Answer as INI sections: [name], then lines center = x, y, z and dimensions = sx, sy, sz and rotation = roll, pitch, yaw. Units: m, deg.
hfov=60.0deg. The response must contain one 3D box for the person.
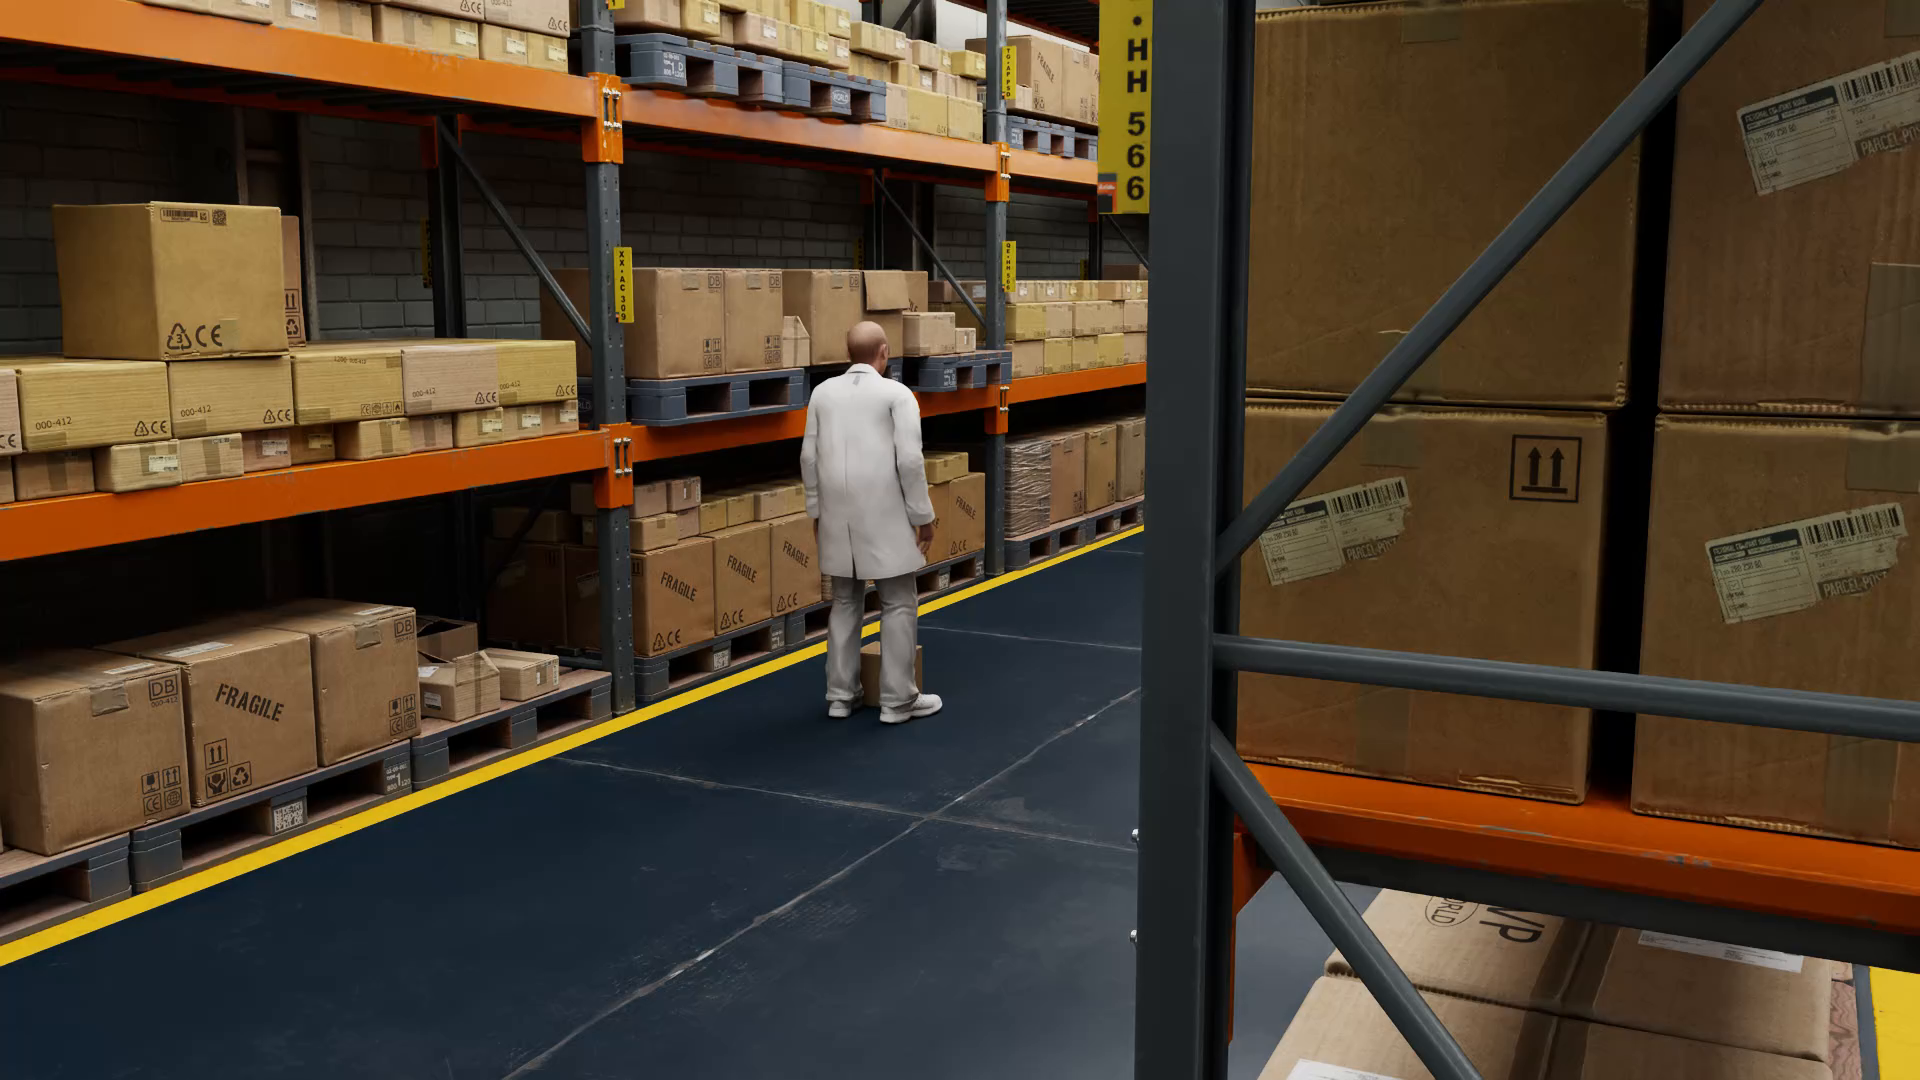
[person]
center = -0.410, -0.085, 7.453
dimensions = 0.645, 1.774, 0.428
rotation = 4, 10, 25
